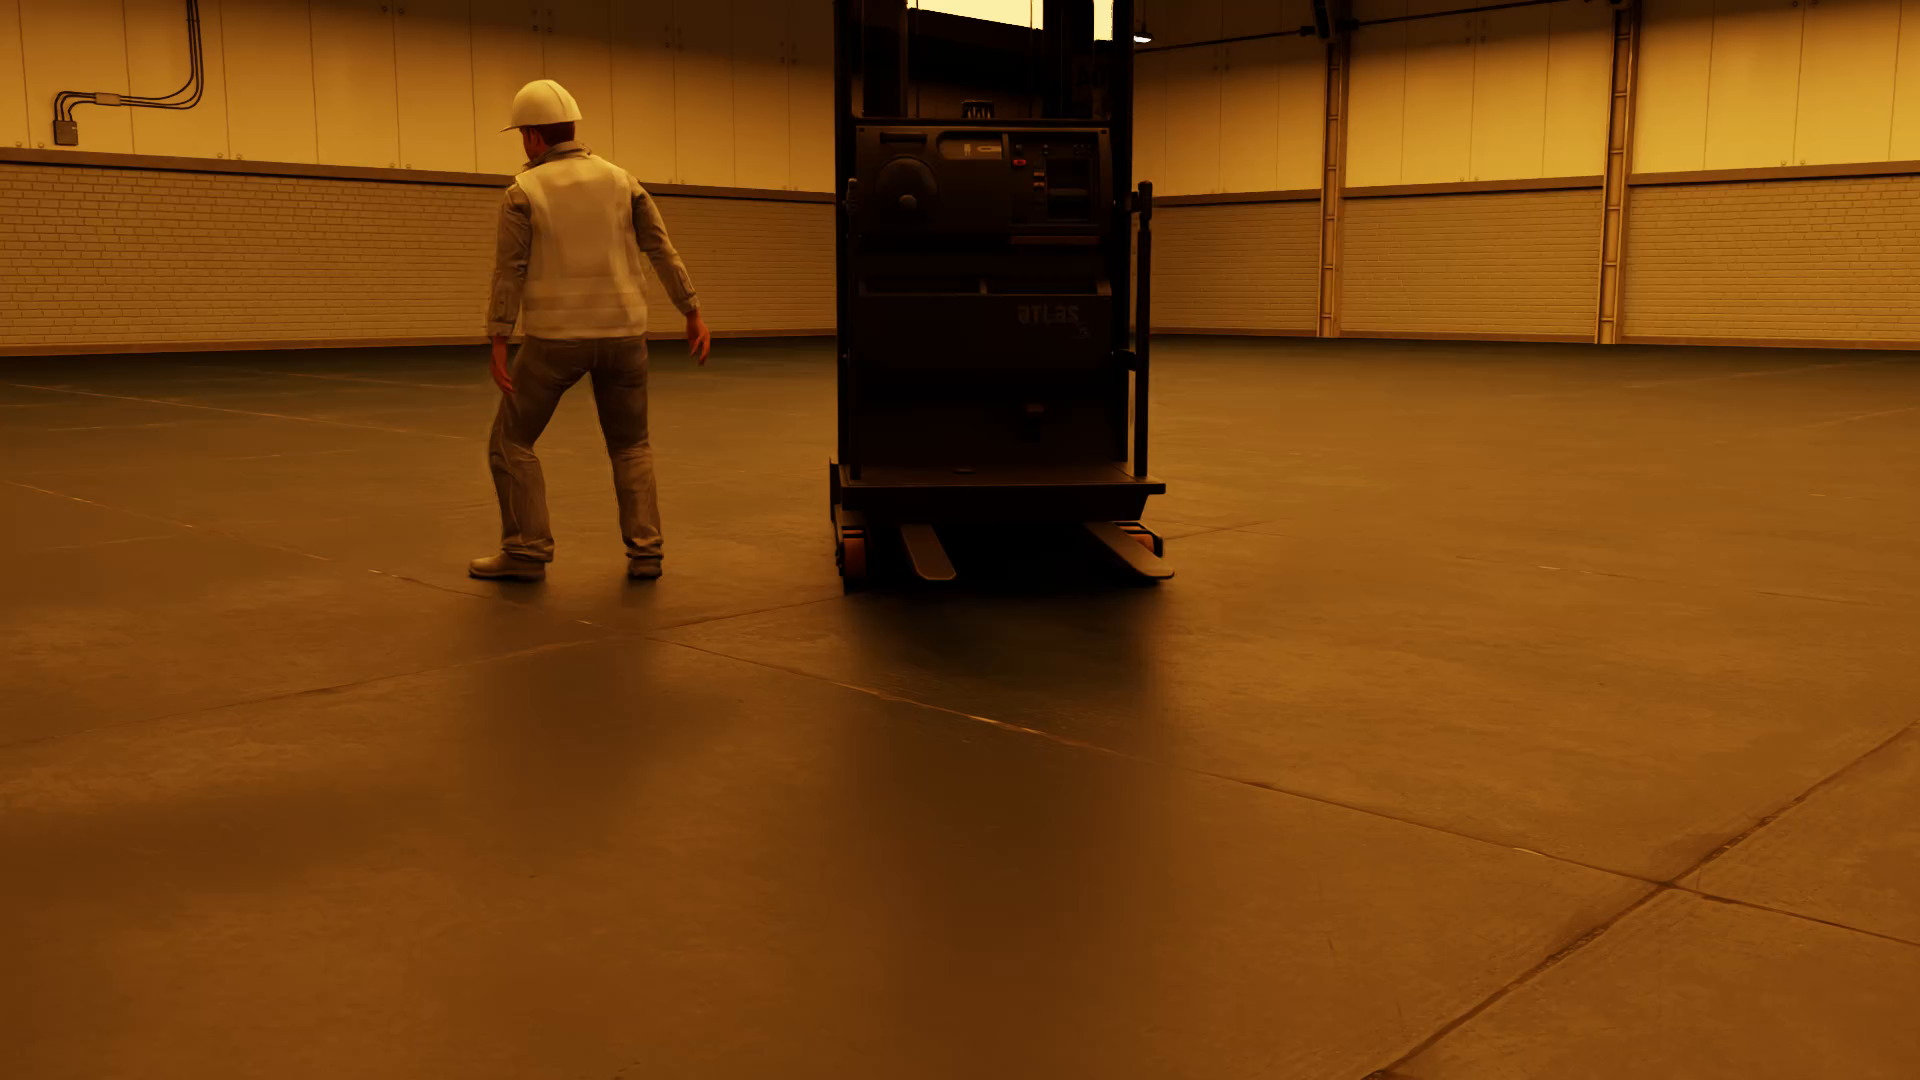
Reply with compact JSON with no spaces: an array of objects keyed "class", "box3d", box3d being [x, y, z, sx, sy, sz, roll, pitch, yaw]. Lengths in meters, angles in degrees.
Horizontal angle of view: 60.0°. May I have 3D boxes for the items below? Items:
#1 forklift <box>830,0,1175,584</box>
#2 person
[{"class":"forklift","box3d":[0.109,-1.348,5.828,1.130,2.935,3.031,-1,9,-5]},{"class":"person","box3d":[-1.305,-0.714,5.833,0.852,1.748,0.472,-4,9,-24]}]
